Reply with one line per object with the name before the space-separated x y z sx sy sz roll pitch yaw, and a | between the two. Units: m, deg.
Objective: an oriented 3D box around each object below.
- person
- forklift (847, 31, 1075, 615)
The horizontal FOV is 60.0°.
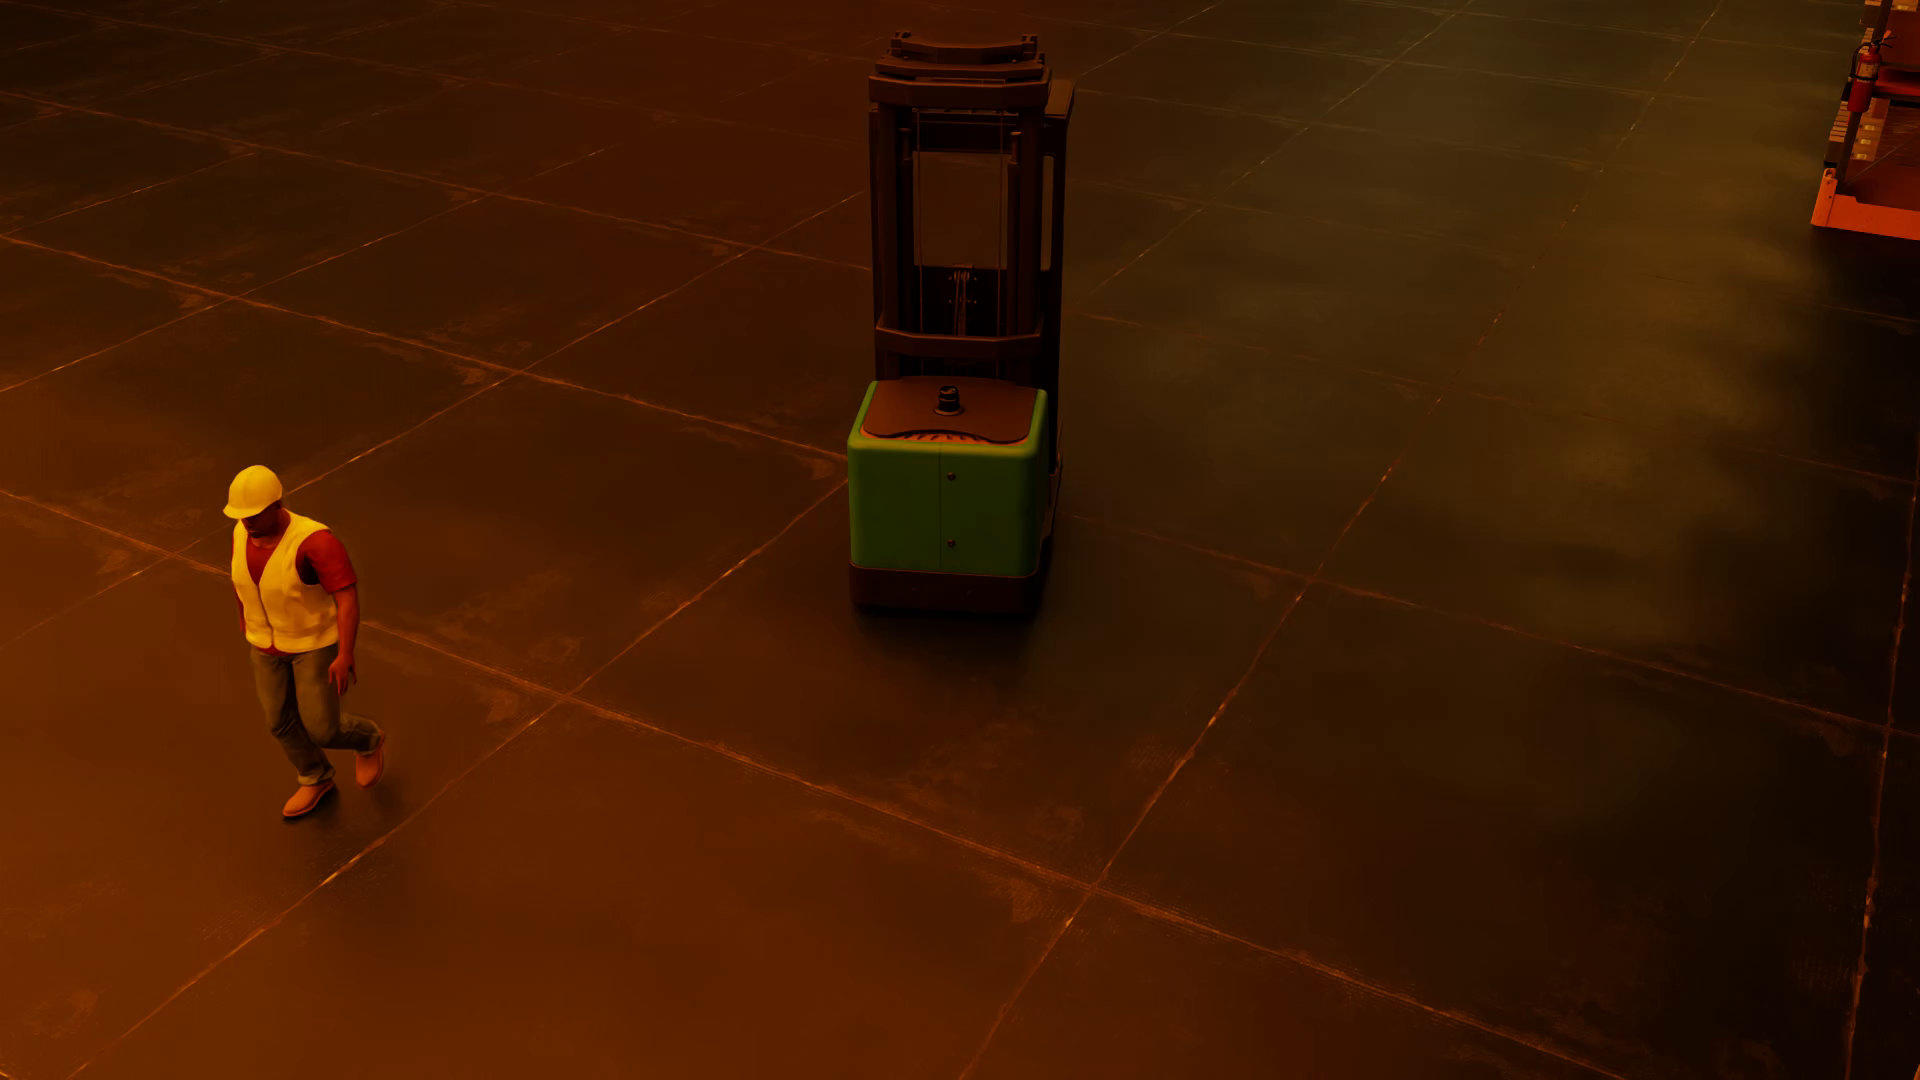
person | -2.975 0.447 7.484 0.771 1.746 0.489 8 31 13
forklift | 0.072 -1.572 9.794 1.130 2.935 3.031 3 30 6
